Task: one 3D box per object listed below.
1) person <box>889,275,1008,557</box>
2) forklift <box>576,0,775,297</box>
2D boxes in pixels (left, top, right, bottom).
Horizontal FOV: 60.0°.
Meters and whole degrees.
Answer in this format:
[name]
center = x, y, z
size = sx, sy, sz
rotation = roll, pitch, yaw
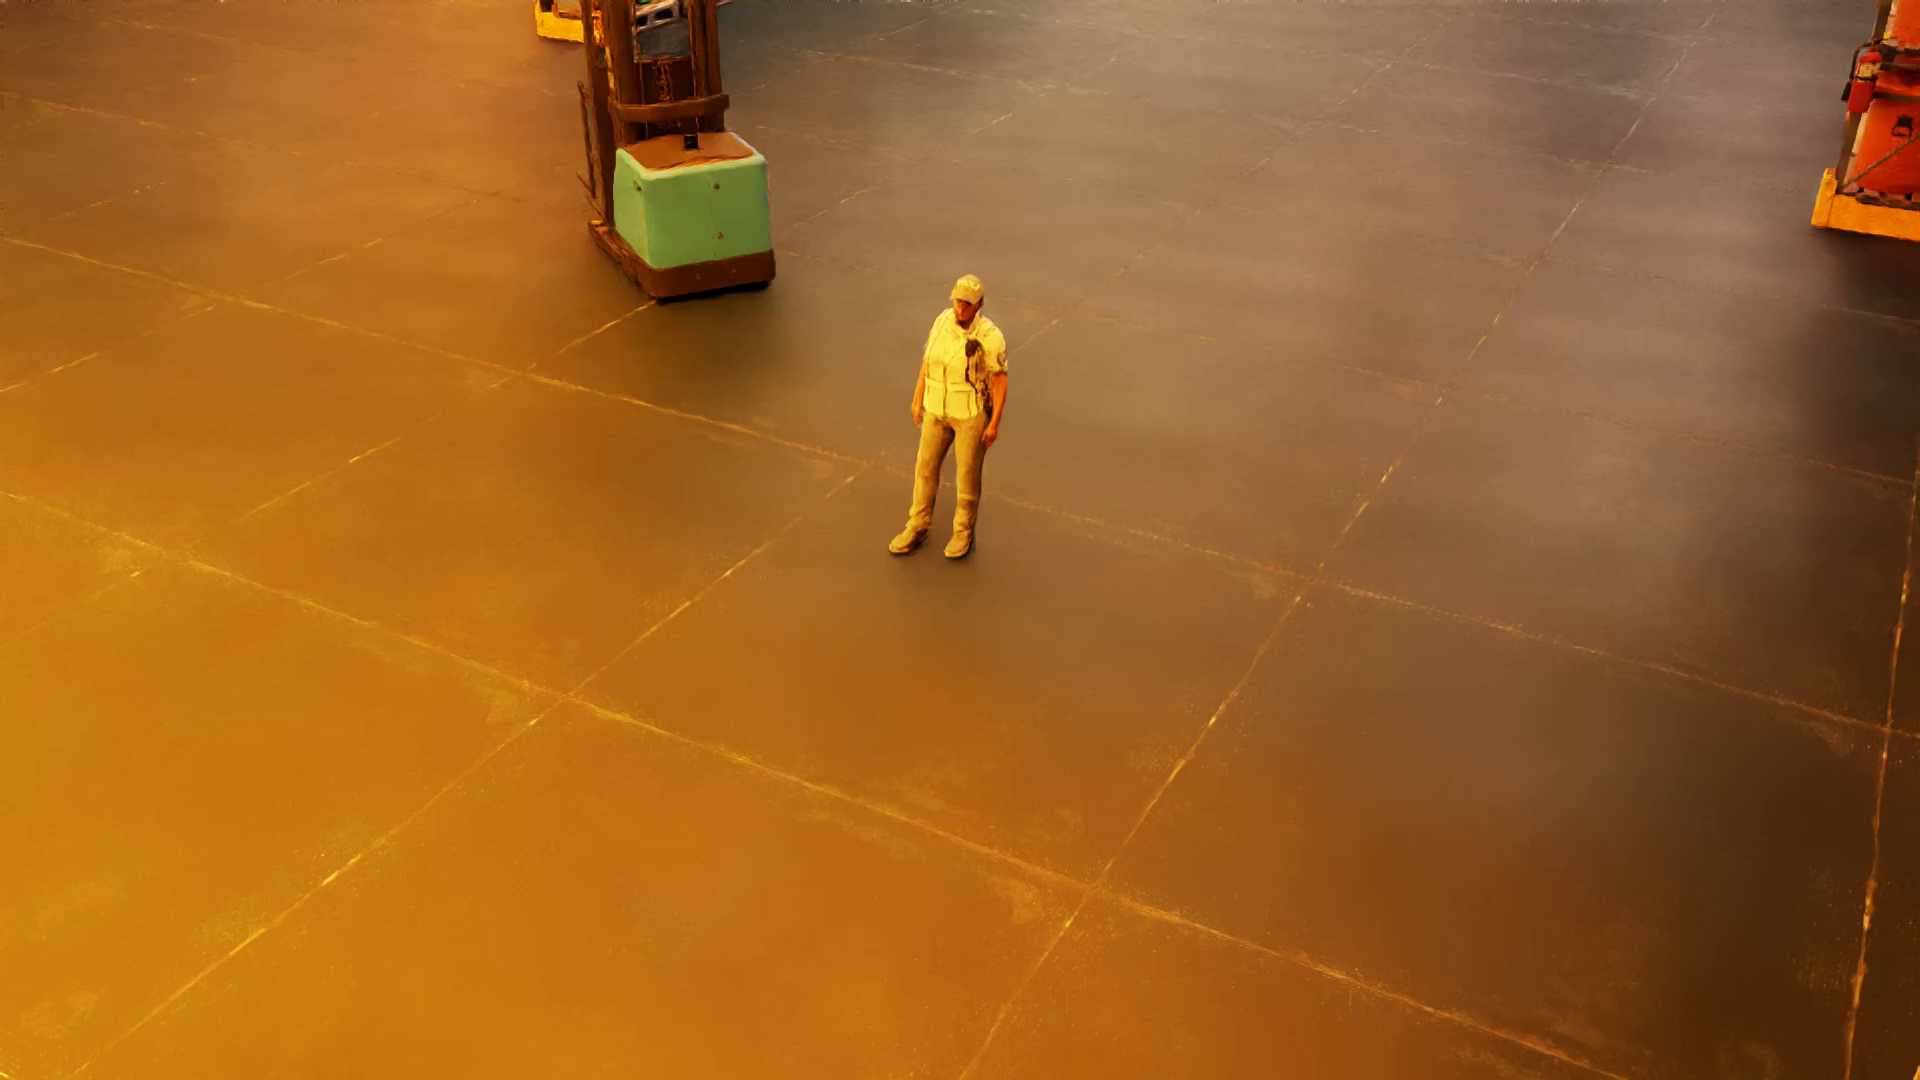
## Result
[person]
center = -0.057, -0.700, 9.534
size = 0.598, 1.669, 0.529
rotation = 15, 33, 25
[forklift]
center = -2.612, -3.909, 13.845
size = 1.130, 2.935, 3.031
rotation = -14, 33, -22
